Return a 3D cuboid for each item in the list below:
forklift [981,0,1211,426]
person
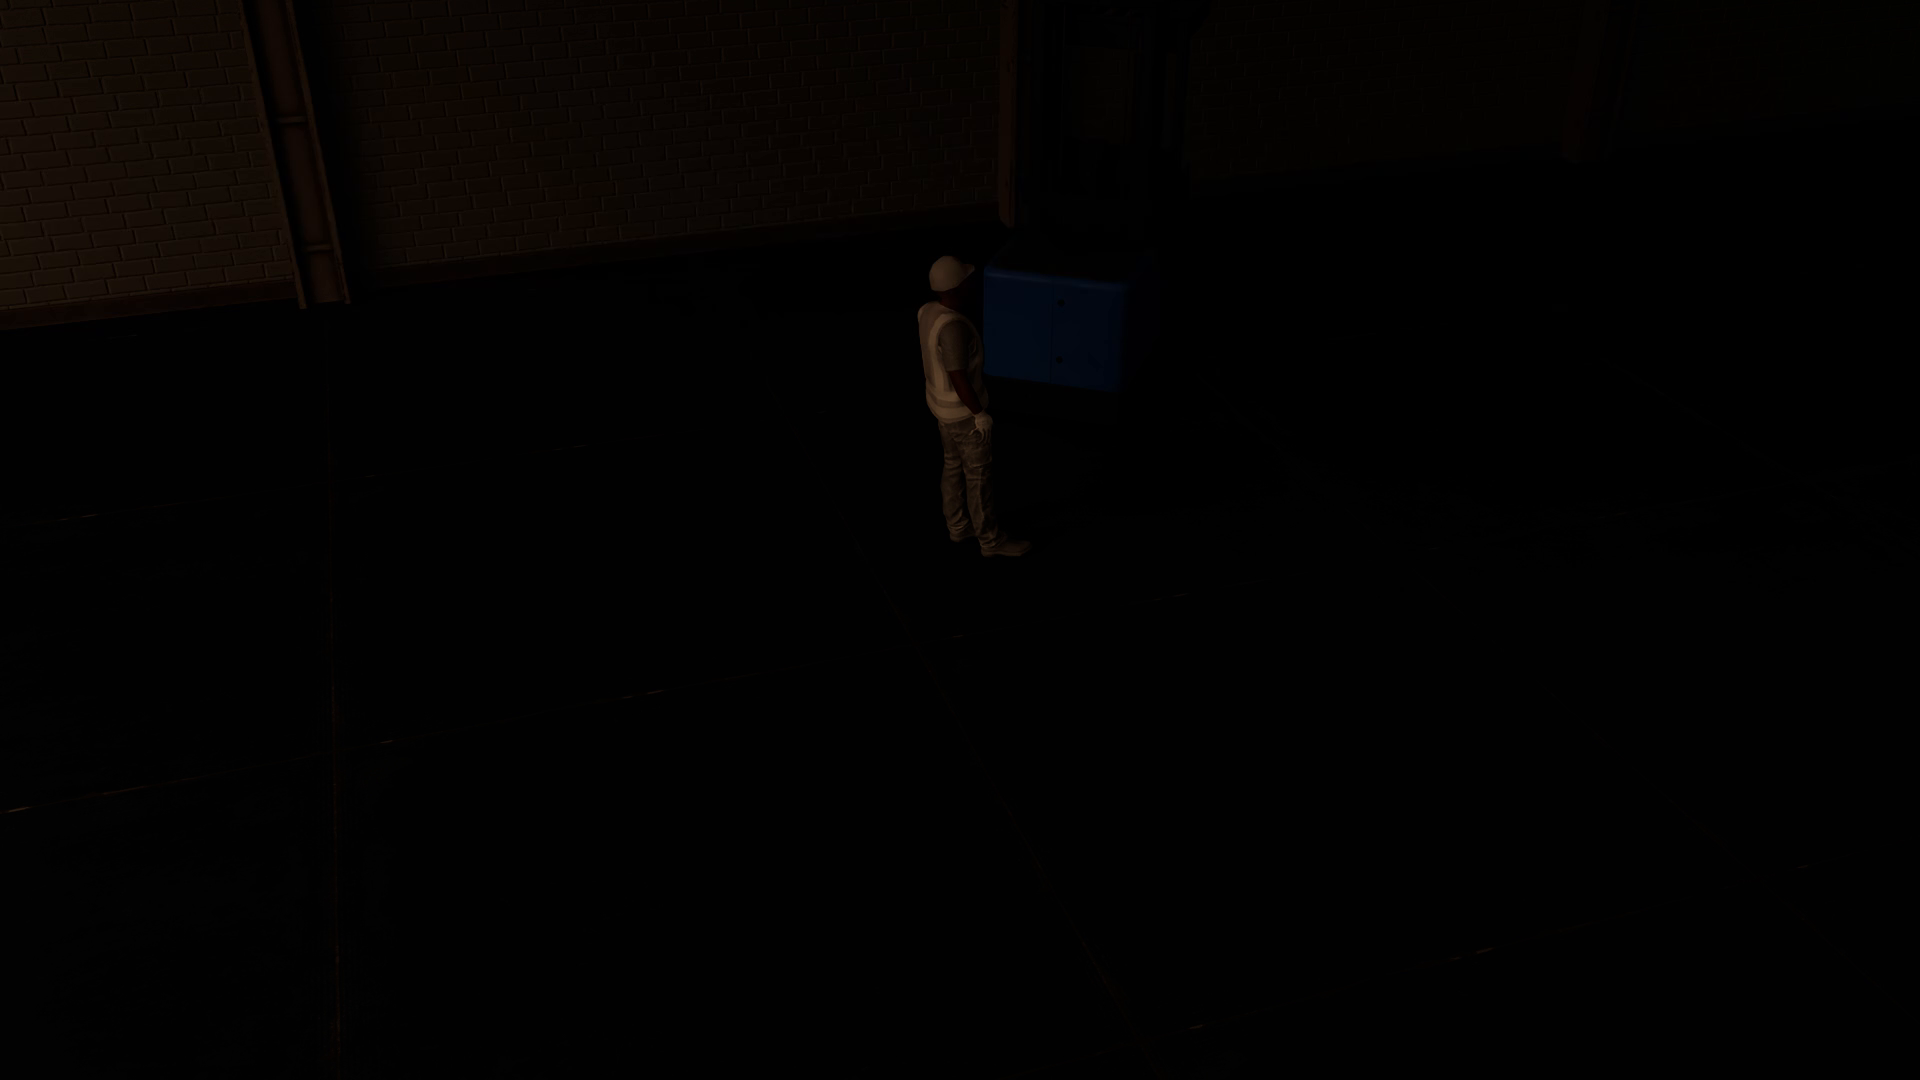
[{"bbox_3d":[1.095,-2.762,11.888,1.130,2.935,3.031,10,31,16],"label":"forklift"},{"bbox_3d":[0.071,-0.786,9.591,0.577,1.781,0.656,-10,31,-16],"label":"person"}]
